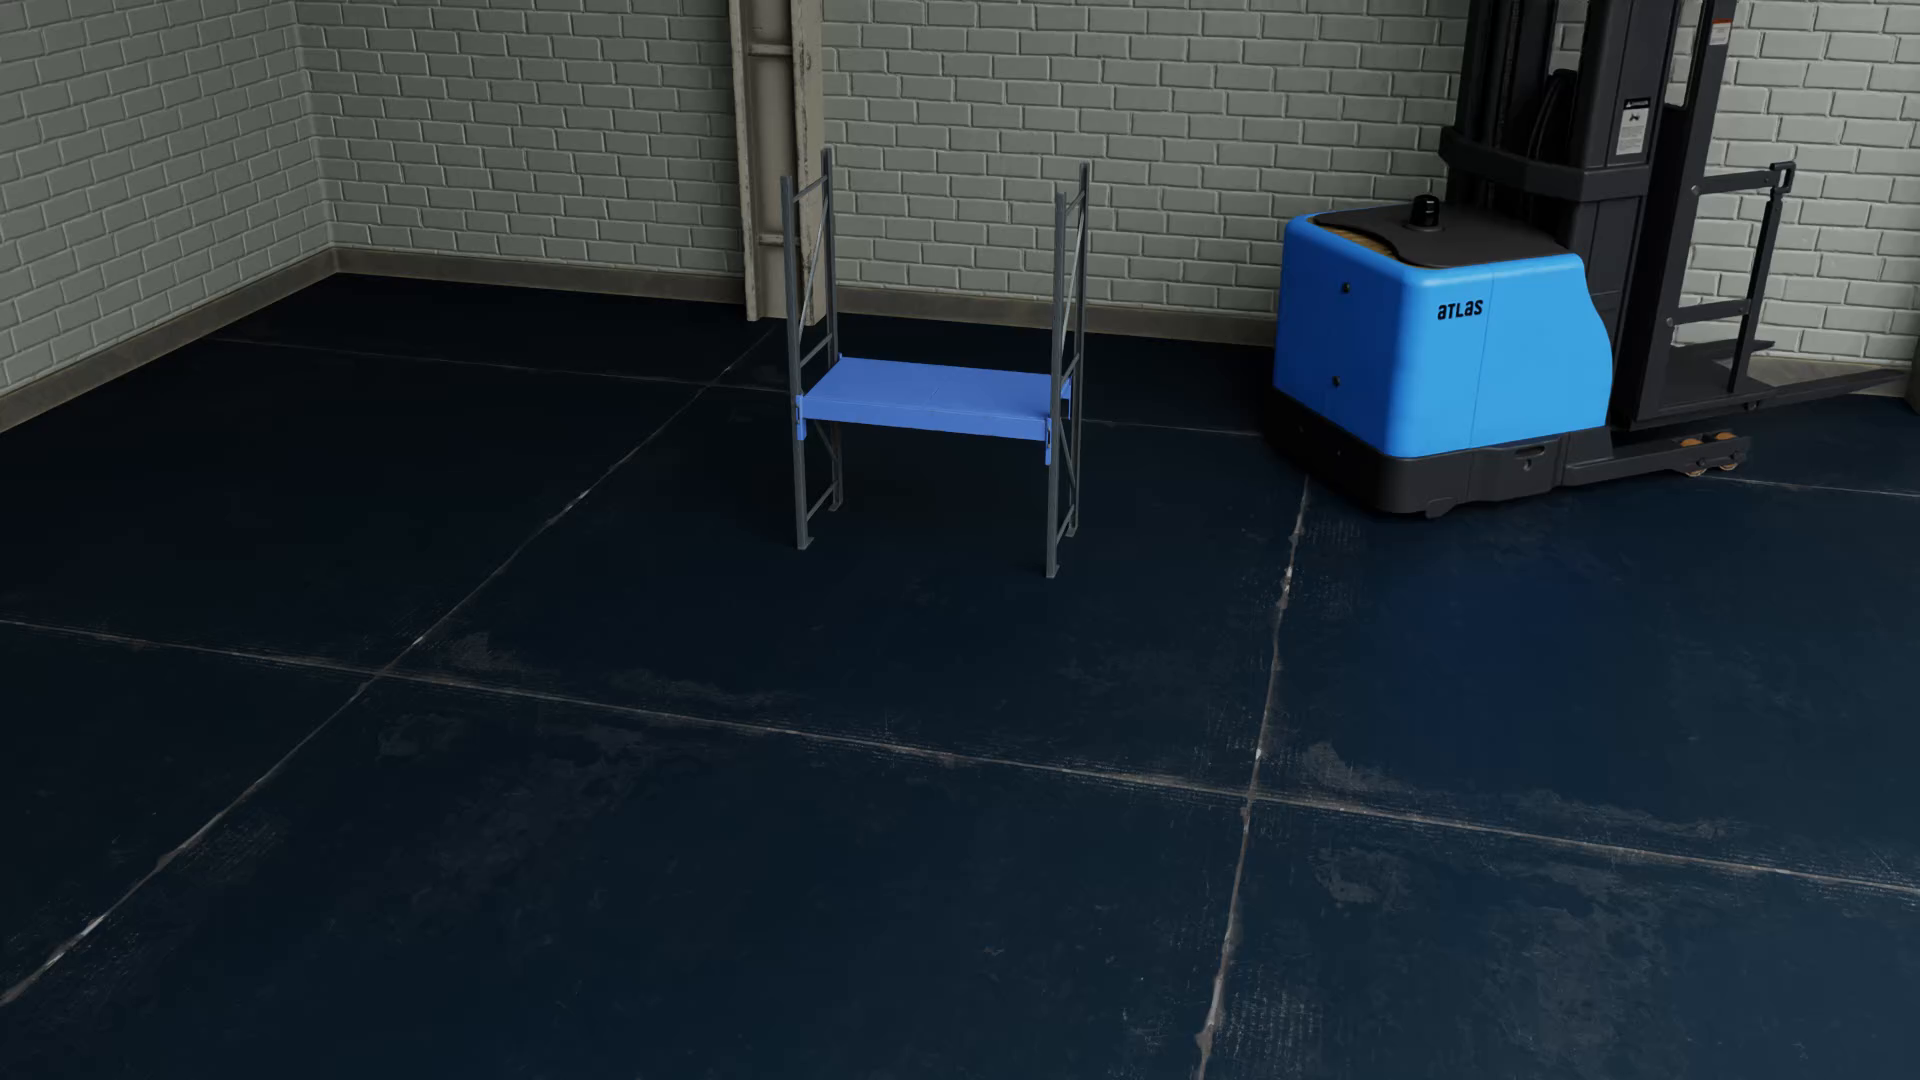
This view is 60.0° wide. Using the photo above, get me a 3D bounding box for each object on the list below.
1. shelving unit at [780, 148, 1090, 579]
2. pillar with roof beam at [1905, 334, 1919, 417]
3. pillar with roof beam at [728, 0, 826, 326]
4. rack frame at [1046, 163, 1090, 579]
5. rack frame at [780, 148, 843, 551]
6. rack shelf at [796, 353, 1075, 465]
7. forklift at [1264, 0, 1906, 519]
[{"bbox_3d":[-0.083,-0.686,6.447,1.048,1.500,0.538,6,26,13],"label":"shelving unit"},{"bbox_3d":[3.768,-2.905,2.382,0.400,9.000,9.100,6,26,13],"label":"pillar with roof beam"},{"bbox_3d":[-2.043,-3.547,3.732,0.400,9.000,9.100,6,26,13],"label":"pillar with roof beam"},{"bbox_3d":[0.410,-0.632,6.332,0.032,1.500,0.500,6,26,13],"label":"rack frame"},{"bbox_3d":[-0.575,-0.741,6.561,0.032,1.500,0.500,6,26,13],"label":"rack frame"},{"bbox_3d":[-0.083,-0.524,6.524,1.000,0.185,0.538,6,26,13],"label":"rack shelf"},{"bbox_3d":[2.962,-1.802,7.125,3.031,2.935,1.130,-10,27,-20],"label":"forklift"}]
